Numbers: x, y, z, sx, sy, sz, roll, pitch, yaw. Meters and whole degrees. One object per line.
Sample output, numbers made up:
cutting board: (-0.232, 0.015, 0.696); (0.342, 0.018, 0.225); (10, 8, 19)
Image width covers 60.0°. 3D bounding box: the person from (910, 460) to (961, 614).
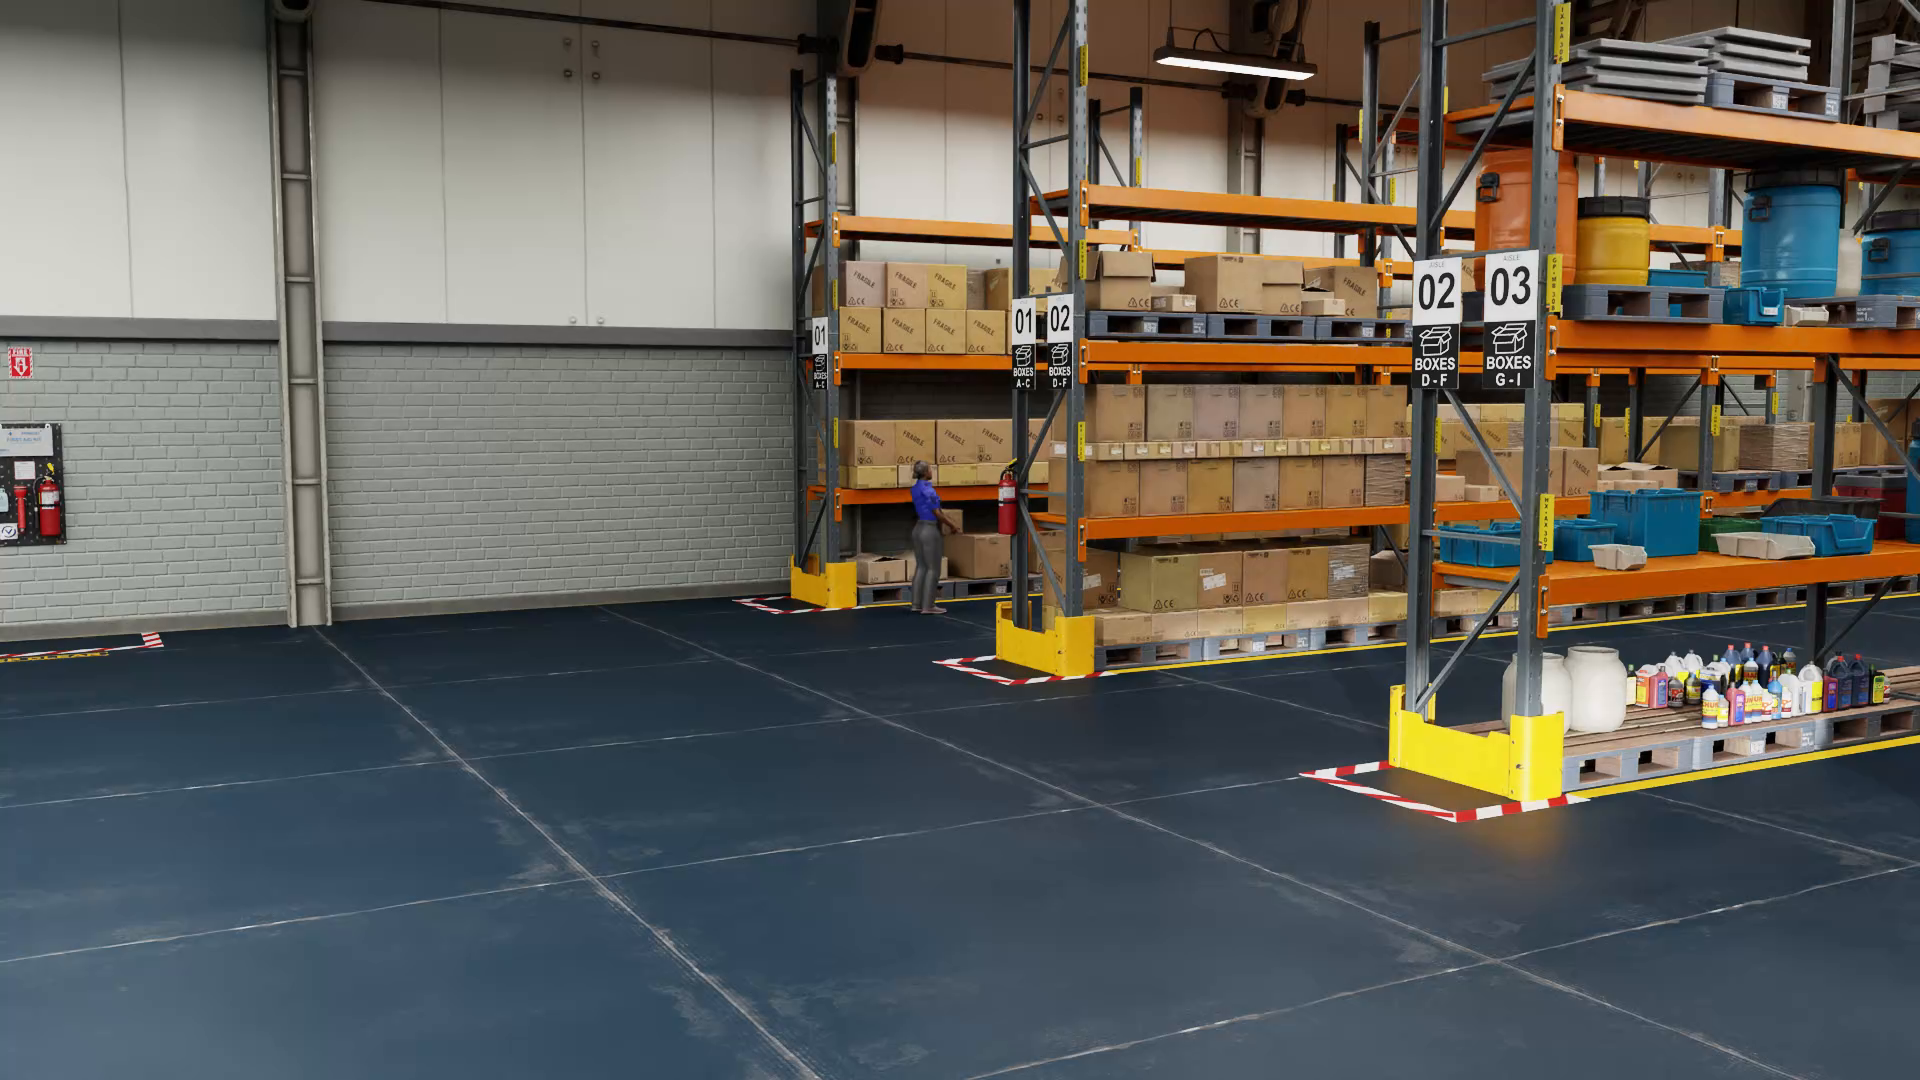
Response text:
person: (-0.272, -0.025, 17.986); (0.494, 1.624, 0.454); (-3, 6, -27)
